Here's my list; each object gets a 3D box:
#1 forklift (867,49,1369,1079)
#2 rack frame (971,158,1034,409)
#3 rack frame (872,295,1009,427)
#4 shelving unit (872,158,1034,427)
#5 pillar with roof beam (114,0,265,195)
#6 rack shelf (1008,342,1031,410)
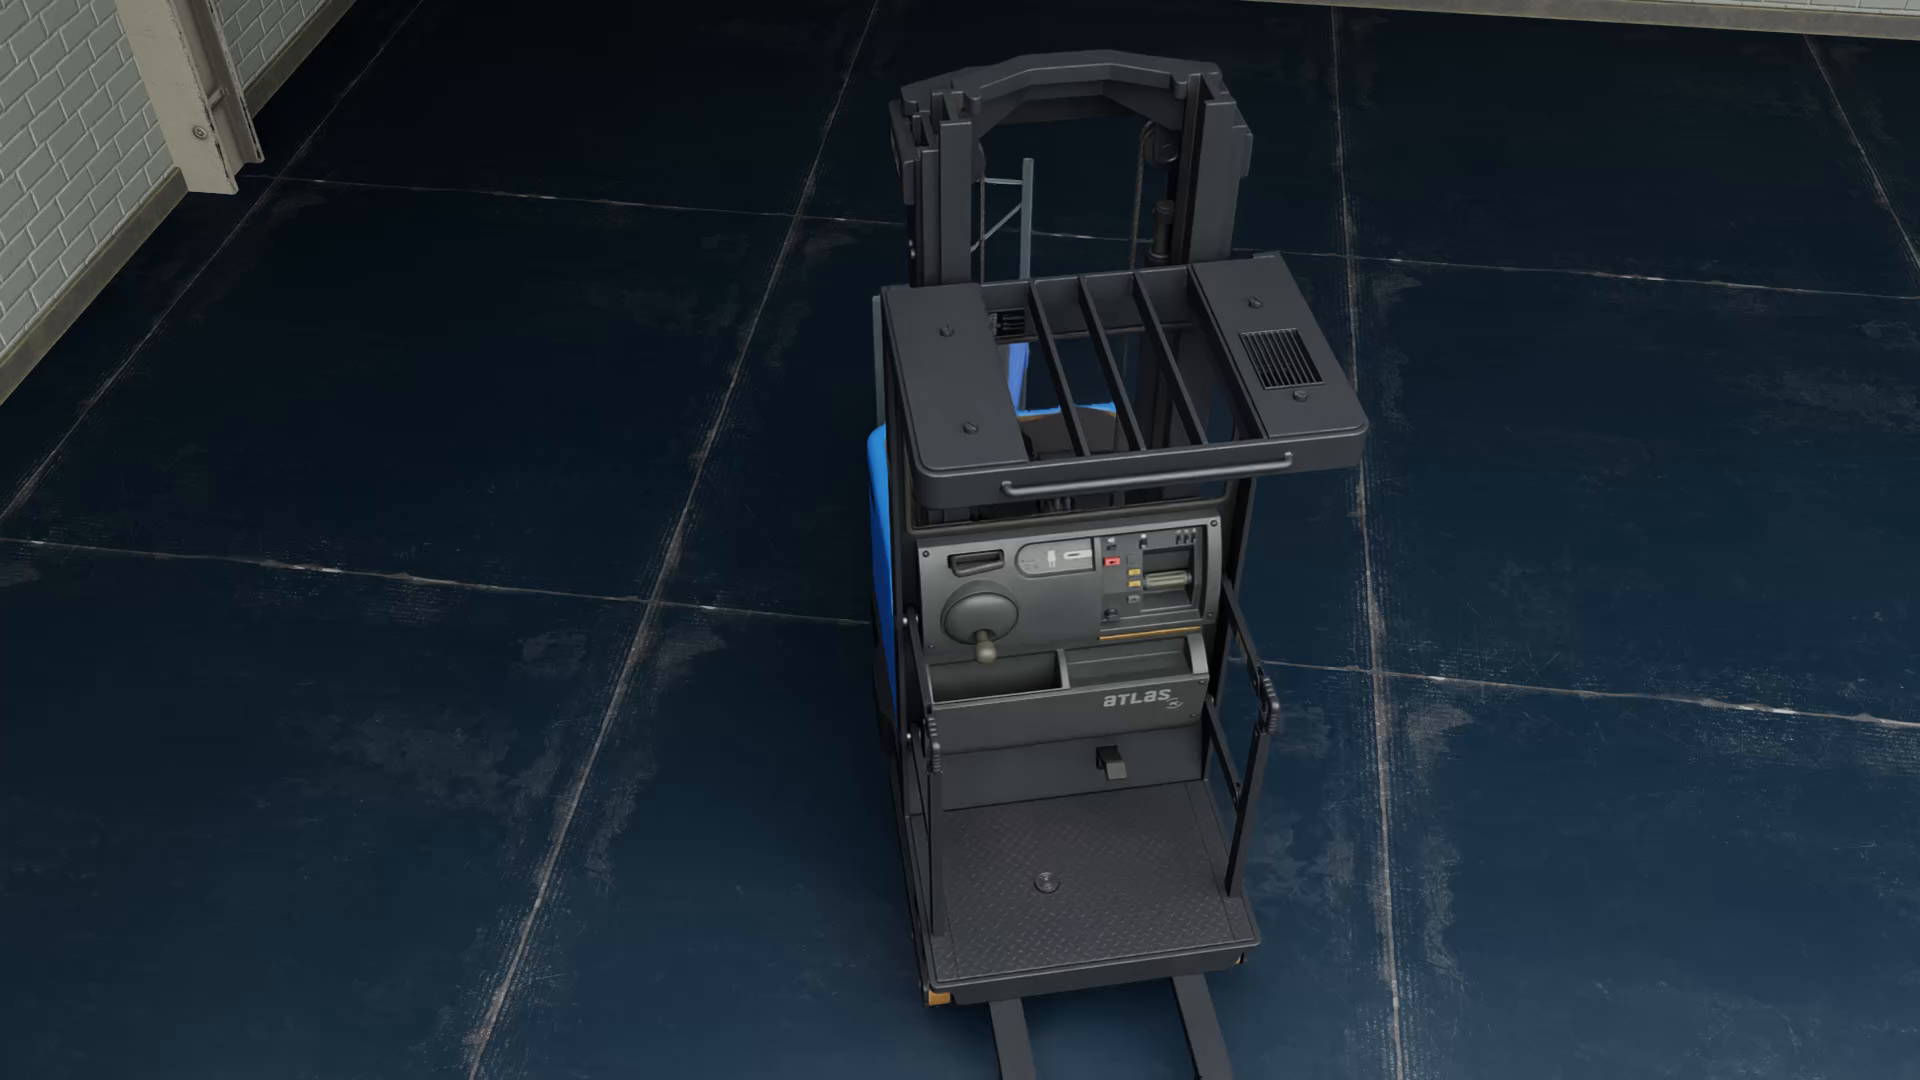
[{"bbox_3d":[0.372,0.233,4.895,1.130,2.935,3.031,-6,44,-6],"label":"forklift"},{"bbox_3d":[0.049,-1.006,7.244,0.500,1.500,0.032,5,44,5],"label":"rack frame"},{"bbox_3d":[-0.069,-0.312,6.511,0.500,1.500,0.032,5,44,5],"label":"rack frame"},{"bbox_3d":[-0.010,-0.659,6.878,0.538,1.500,1.048,5,44,5],"label":"shelving unit"},{"bbox_3d":[0.077,-4.961,5.967,9.100,9.000,0.400,5,44,6],"label":"pillar with roof beam"},{"bbox_3d":[-0.010,-0.529,7.001,0.538,0.185,1.000,5,44,5],"label":"rack shelf"}]
